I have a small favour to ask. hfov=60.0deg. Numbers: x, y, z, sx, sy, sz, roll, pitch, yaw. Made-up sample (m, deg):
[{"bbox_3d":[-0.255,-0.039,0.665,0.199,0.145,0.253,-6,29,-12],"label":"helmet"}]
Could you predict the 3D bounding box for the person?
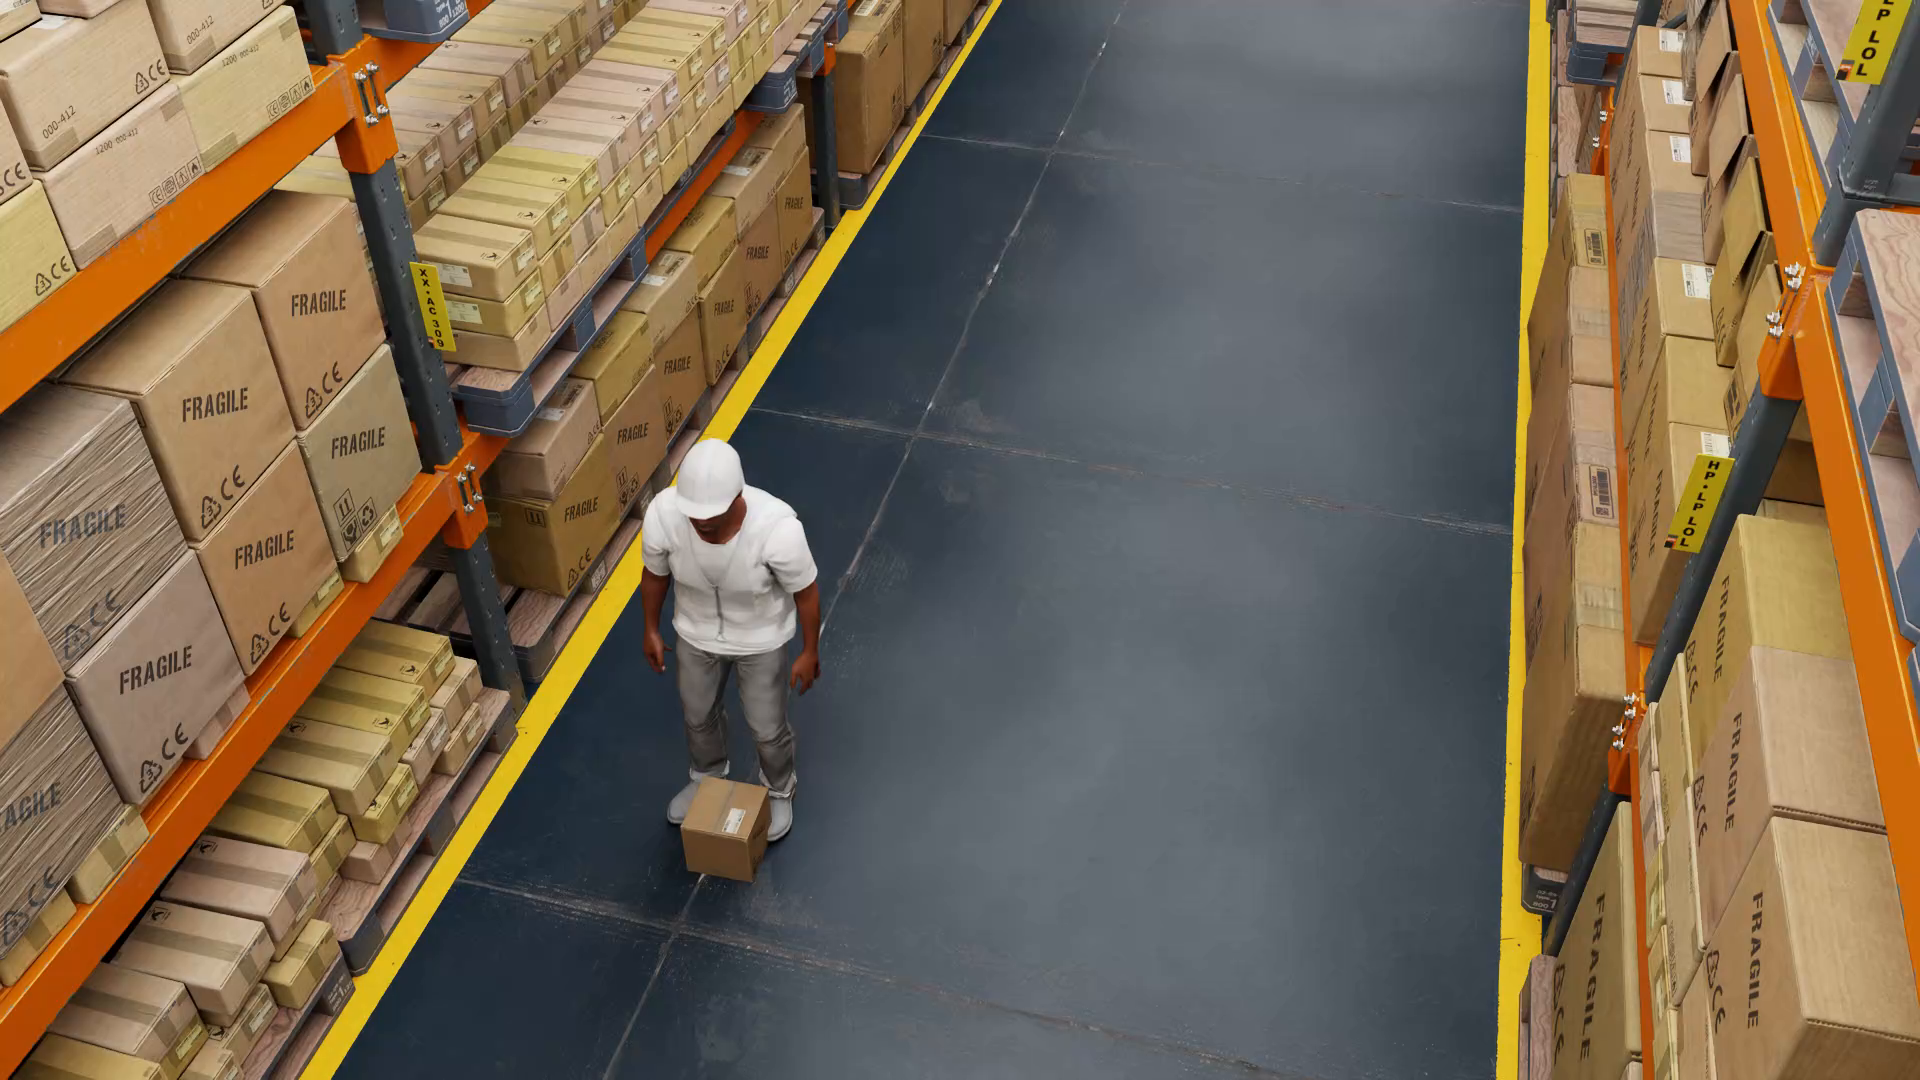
[{"bbox_3d":[-0.790,0.343,5.746,0.635,1.761,0.455,8,41,9],"label":"person"}]
